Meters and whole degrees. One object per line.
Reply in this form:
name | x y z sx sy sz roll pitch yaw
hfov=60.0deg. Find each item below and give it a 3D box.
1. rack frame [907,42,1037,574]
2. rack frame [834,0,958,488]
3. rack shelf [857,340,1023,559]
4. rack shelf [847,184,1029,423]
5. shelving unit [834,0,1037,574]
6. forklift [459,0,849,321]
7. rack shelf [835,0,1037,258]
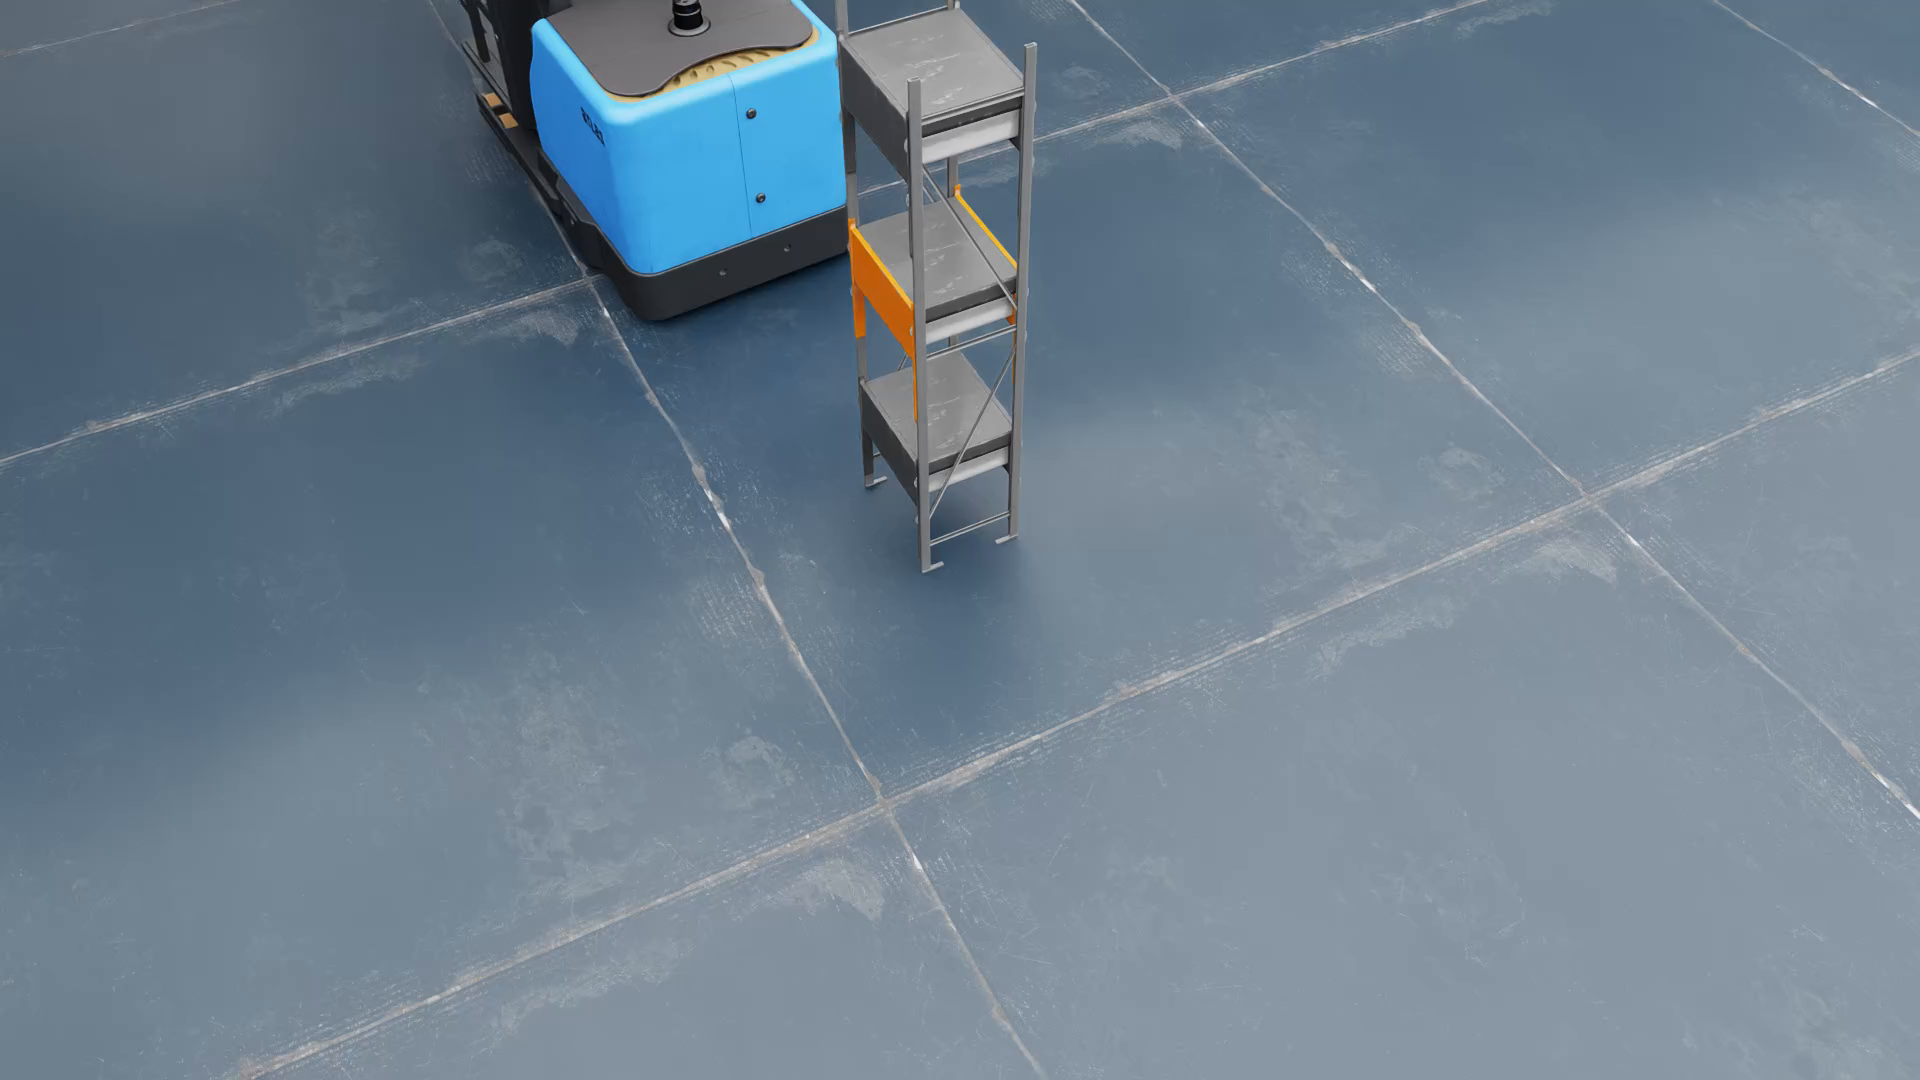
rack frame | 0.036 -0.639 5.414 0.400 2.100 0.015 -21 52 -18
rack frame | -0.187 -0.965 5.699 0.400 2.100 0.015 -21 52 -18
rack shelf | -0.076 -0.332 6.094 0.431 0.518 0.480 -21 52 -18
rack shelf | -0.076 -0.793 5.567 0.431 0.518 0.480 -21 52 -18
shelving unit | -0.076 -0.802 5.557 0.431 2.100 0.503 -21 52 -18
forklift | -1.646 -2.984 6.913 1.130 2.935 3.031 -24 53 -20
rack shelf | -0.076 -1.254 5.040 0.431 0.518 0.480 -21 52 -18
